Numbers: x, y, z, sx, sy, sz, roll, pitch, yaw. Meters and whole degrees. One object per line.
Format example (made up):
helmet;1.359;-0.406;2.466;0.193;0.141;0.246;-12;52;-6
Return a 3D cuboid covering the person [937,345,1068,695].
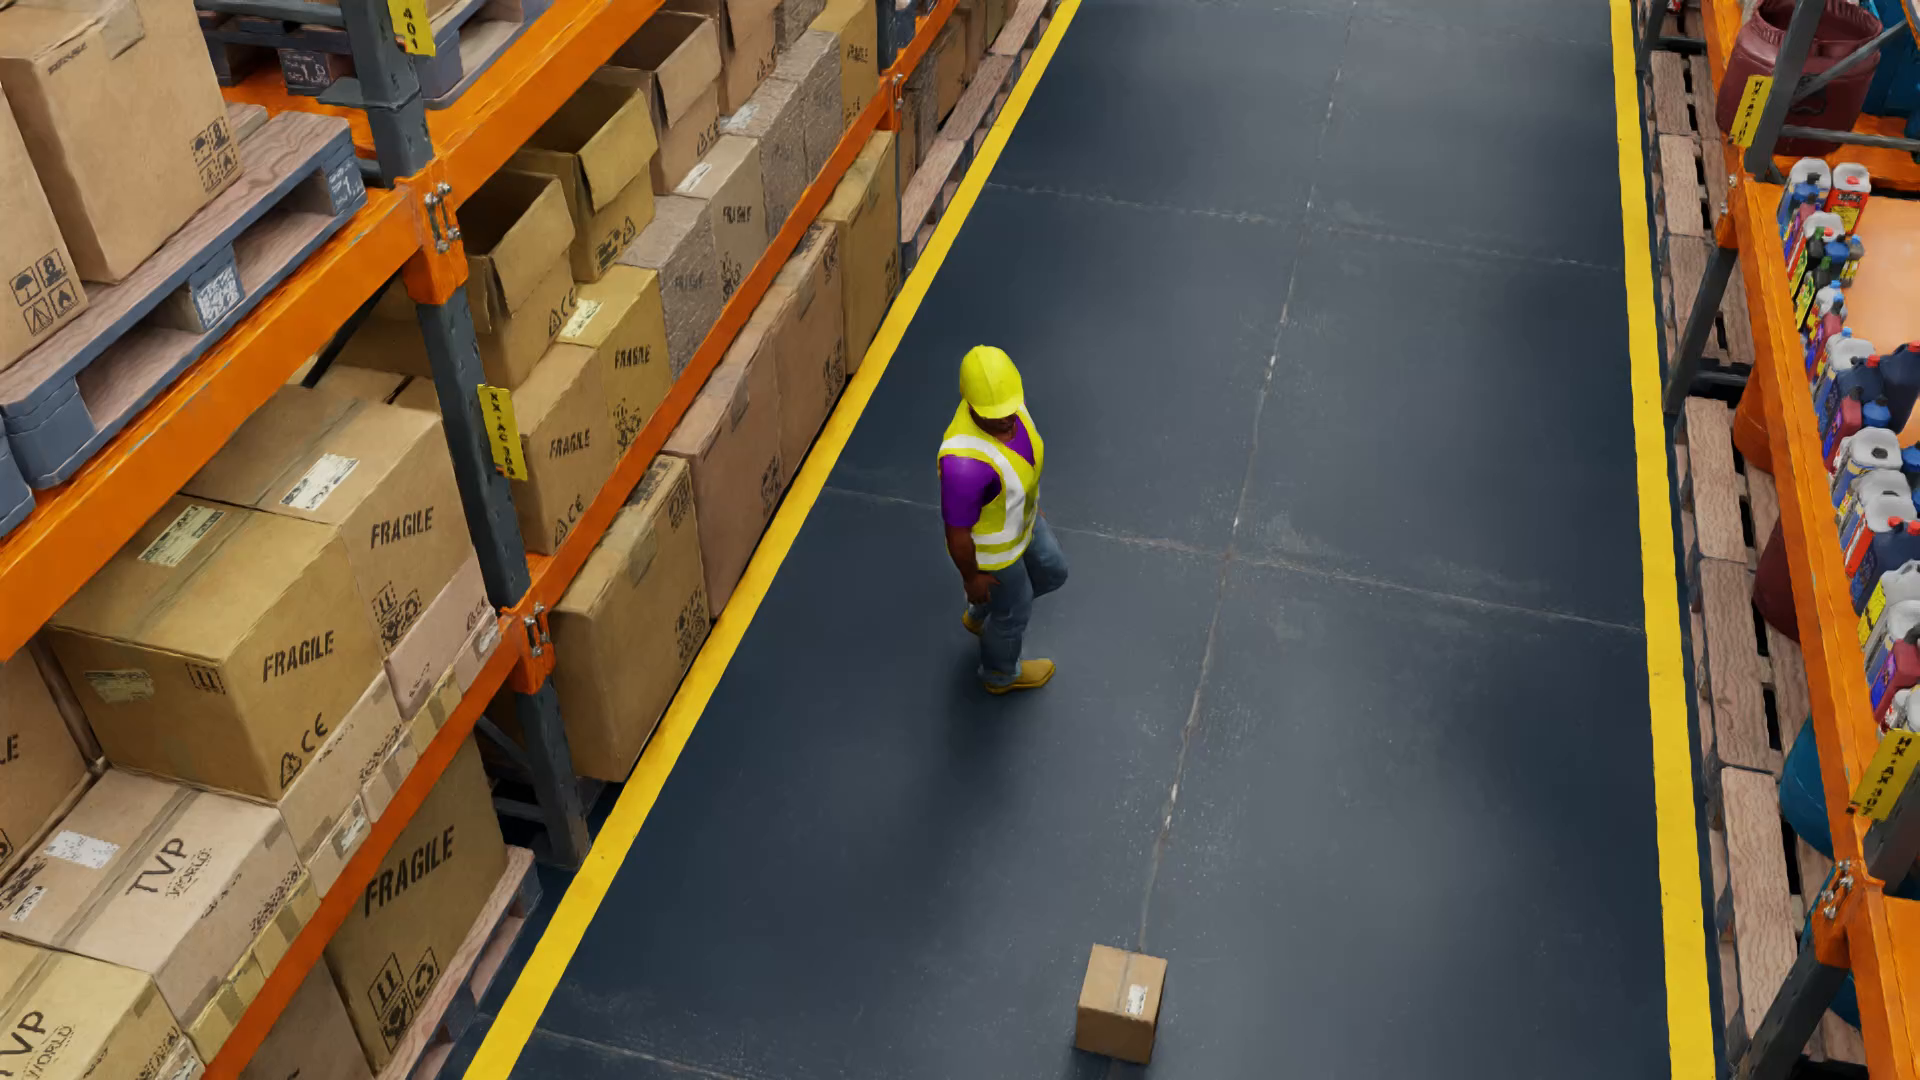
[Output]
person;0.176;-0.039;6.195;0.432;1.753;0.701;8;41;9
